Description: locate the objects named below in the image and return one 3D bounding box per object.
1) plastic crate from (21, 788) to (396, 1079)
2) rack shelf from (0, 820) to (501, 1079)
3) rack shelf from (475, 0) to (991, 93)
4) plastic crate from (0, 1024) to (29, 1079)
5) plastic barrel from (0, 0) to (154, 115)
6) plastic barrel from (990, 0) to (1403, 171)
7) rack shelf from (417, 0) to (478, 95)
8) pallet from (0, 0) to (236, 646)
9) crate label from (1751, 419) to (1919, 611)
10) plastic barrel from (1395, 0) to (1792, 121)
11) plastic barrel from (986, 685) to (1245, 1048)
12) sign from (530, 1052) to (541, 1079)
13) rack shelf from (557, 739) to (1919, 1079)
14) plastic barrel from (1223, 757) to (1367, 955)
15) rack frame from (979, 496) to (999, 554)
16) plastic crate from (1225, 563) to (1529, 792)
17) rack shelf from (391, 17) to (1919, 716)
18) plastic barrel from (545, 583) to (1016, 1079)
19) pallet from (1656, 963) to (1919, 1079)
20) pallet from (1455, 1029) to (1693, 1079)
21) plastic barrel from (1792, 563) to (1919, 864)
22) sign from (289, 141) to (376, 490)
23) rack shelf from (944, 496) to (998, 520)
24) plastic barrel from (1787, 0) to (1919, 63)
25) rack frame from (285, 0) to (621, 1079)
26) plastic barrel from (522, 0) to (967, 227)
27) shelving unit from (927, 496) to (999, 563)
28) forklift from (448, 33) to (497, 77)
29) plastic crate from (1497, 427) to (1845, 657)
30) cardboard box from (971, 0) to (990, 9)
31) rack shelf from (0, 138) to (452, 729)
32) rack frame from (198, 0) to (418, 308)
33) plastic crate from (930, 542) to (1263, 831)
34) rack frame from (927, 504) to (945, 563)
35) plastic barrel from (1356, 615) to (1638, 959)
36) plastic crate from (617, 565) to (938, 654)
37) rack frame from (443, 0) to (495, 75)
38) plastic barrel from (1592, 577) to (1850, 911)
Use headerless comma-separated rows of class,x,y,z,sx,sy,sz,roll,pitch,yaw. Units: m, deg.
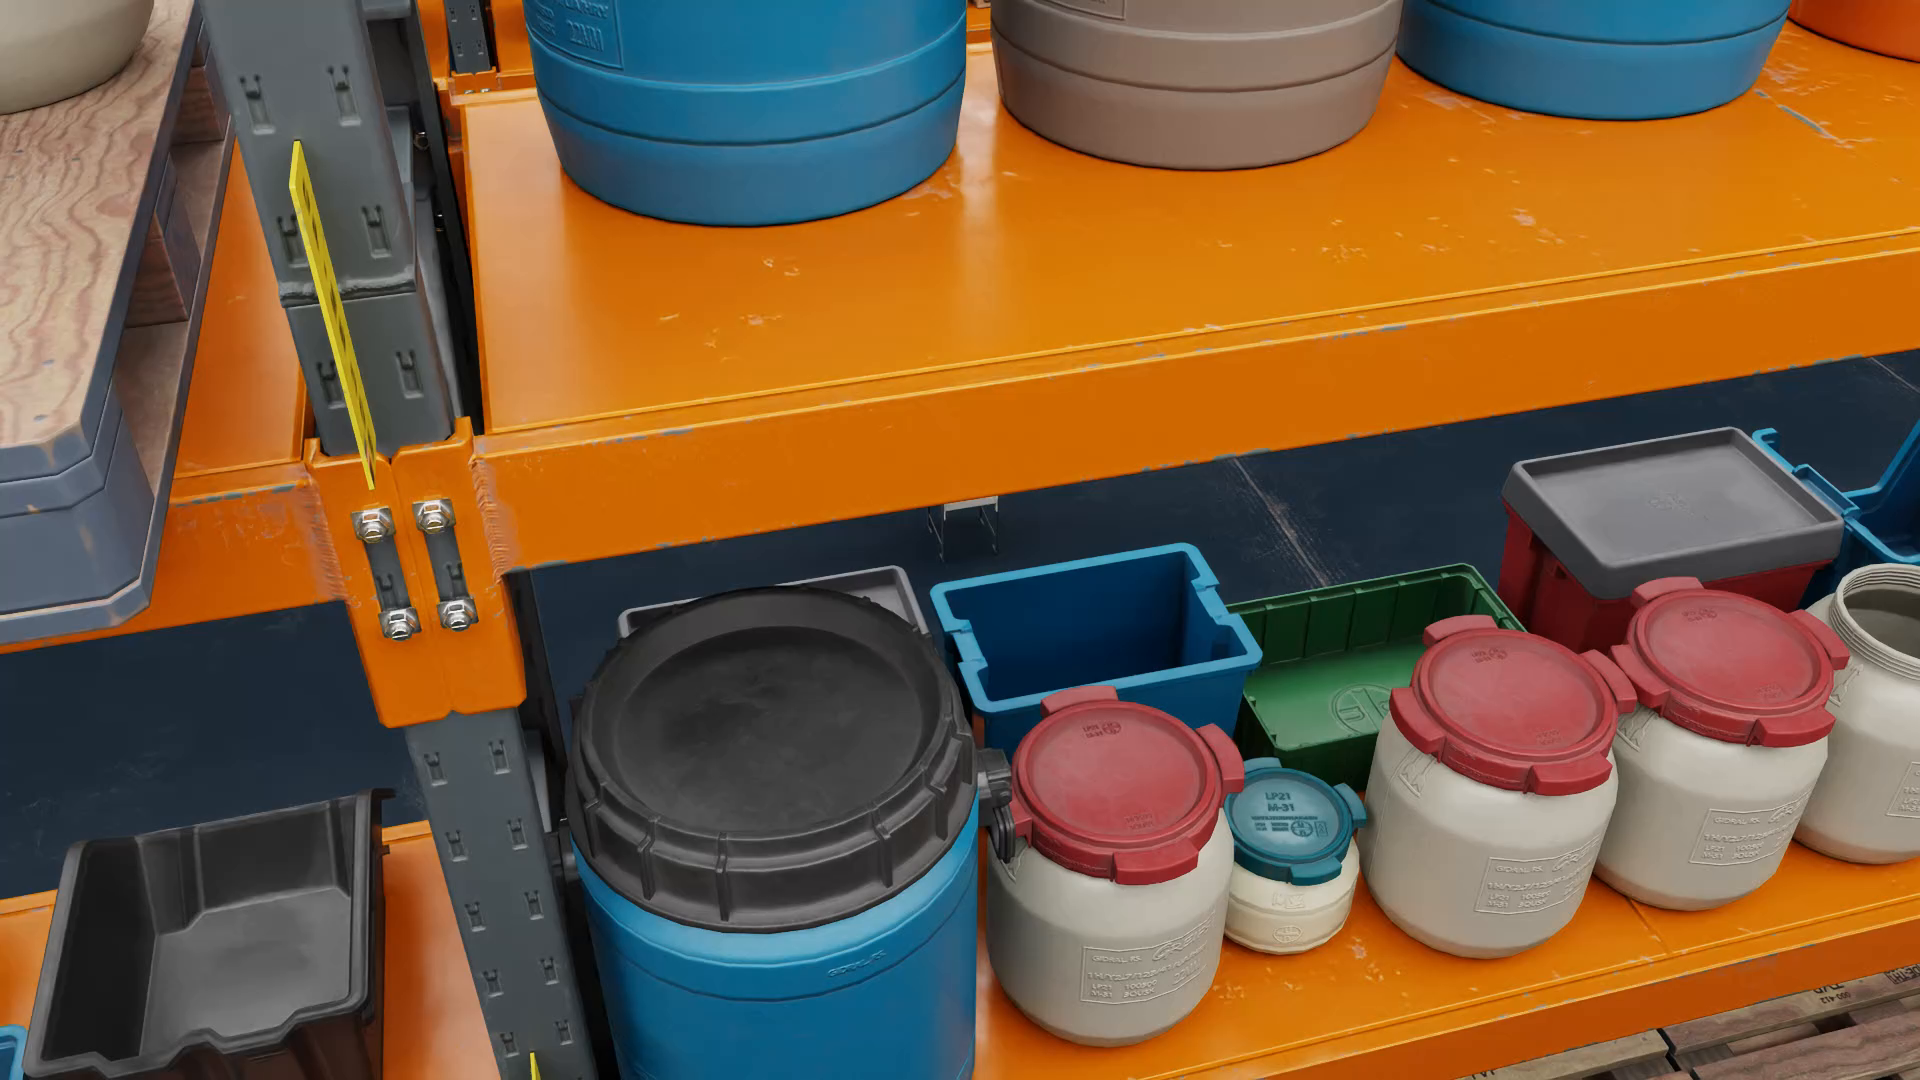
plastic crate,-1.262,0.698,2.920,0.504,0.338,0.767,-9,38,-12
rack shelf,-2.654,1.267,2.717,4.000,0.370,1.077,-9,38,-12
rack shelf,-0.080,-2.273,7.344,4.000,0.370,1.077,-9,38,-12
plastic crate,-1.721,1.058,2.520,0.616,0.251,0.499,-9,38,-12
plastic barrel,-1.190,-0.785,1.901,0.421,0.512,0.421,0,37,0
plastic barrel,0.343,-1.037,2.256,0.600,0.901,0.600,0,37,0
rack shelf,-3.942,-1.639,6.516,4.000,0.370,1.077,-9,38,-12
pallet,-1.394,-0.280,1.834,1.003,0.211,1.213,-9,38,-12
crate label,2.109,0.016,3.732,0.616,0.435,0.502,-9,38,-12
plastic barrel,0.974,-1.141,2.391,0.708,0.901,0.600,-9,38,-12
plastic barrel,0.258,0.588,2.901,0.433,0.535,0.433,0,37,0
sign,-0.591,0.879,2.404,0.005,0.325,0.100,-9,38,-12
rack shelf,1.208,0.634,3.545,4.000,0.370,1.077,-9,38,-12
plastic barrel,0.595,0.600,3.111,0.301,0.262,0.301,0,37,0
rack frame,0.106,-0.375,5.999,0.006,0.900,0.240,-9,38,-12
plastic crate,0.884,0.307,3.554,0.662,0.188,0.450,-9,38,-12
rack shelf,1.208,-0.558,2.634,4.000,0.370,1.077,-9,38,-12
plastic barrel,-0.271,0.582,2.608,0.708,0.901,0.600,-9,38,-12
pallet,2.380,1.238,4.457,1.213,0.211,1.003,-9,38,-12
pallet,1.205,1.430,4.207,1.213,0.211,1.003,-9,38,-12
plastic barrel,1.794,0.342,3.243,0.421,0.512,0.421,0,37,0
sign,-0.591,-0.206,1.574,0.005,0.325,0.100,-9,38,-12
rack shelf,0.008,-0.189,6.108,0.200,0.077,0.258,-9,38,-12
plastic barrel,1.658,-1.225,2.560,0.708,0.830,0.600,-9,38,-12
rack frame,-0.723,0.665,2.912,0.127,3.000,1.000,-9,38,-12
plastic barrel,-0.289,-0.934,2.120,0.708,0.901,0.600,-9,38,-12
shelving unit,0.008,-0.359,5.978,0.210,0.900,0.258,-9,38,-12
forklift,-2.378,-3.667,8.631,3.031,2.935,1.130,-10,38,-12
plastic crate,1.499,0.082,3.621,0.583,0.464,0.402,-9,38,-12
cardboard box,0.235,-2.639,7.149,0.500,0.500,0.500,-11,39,-14
rack shelf,-2.654,0.076,1.805,4.000,0.370,1.077,-9,38,-12
rack frame,-0.723,-1.718,1.090,0.127,3.000,1.000,-9,38,-12
plastic crate,0.261,0.314,3.384,0.575,0.384,0.392,-9,38,-12
rack frame,-0.090,-0.343,5.957,0.006,0.900,0.240,-9,38,-12
plastic barrel,0.966,0.472,3.053,0.433,0.535,0.433,0,37,0
plastic crate,-0.336,0.383,3.228,0.583,0.464,0.402,-9,38,-12
rack frame,-2.011,-2.241,6.711,0.127,3.000,1.000,-9,38,-12
plastic barrel,1.384,0.403,3.143,0.433,0.535,0.433,0,37,0
